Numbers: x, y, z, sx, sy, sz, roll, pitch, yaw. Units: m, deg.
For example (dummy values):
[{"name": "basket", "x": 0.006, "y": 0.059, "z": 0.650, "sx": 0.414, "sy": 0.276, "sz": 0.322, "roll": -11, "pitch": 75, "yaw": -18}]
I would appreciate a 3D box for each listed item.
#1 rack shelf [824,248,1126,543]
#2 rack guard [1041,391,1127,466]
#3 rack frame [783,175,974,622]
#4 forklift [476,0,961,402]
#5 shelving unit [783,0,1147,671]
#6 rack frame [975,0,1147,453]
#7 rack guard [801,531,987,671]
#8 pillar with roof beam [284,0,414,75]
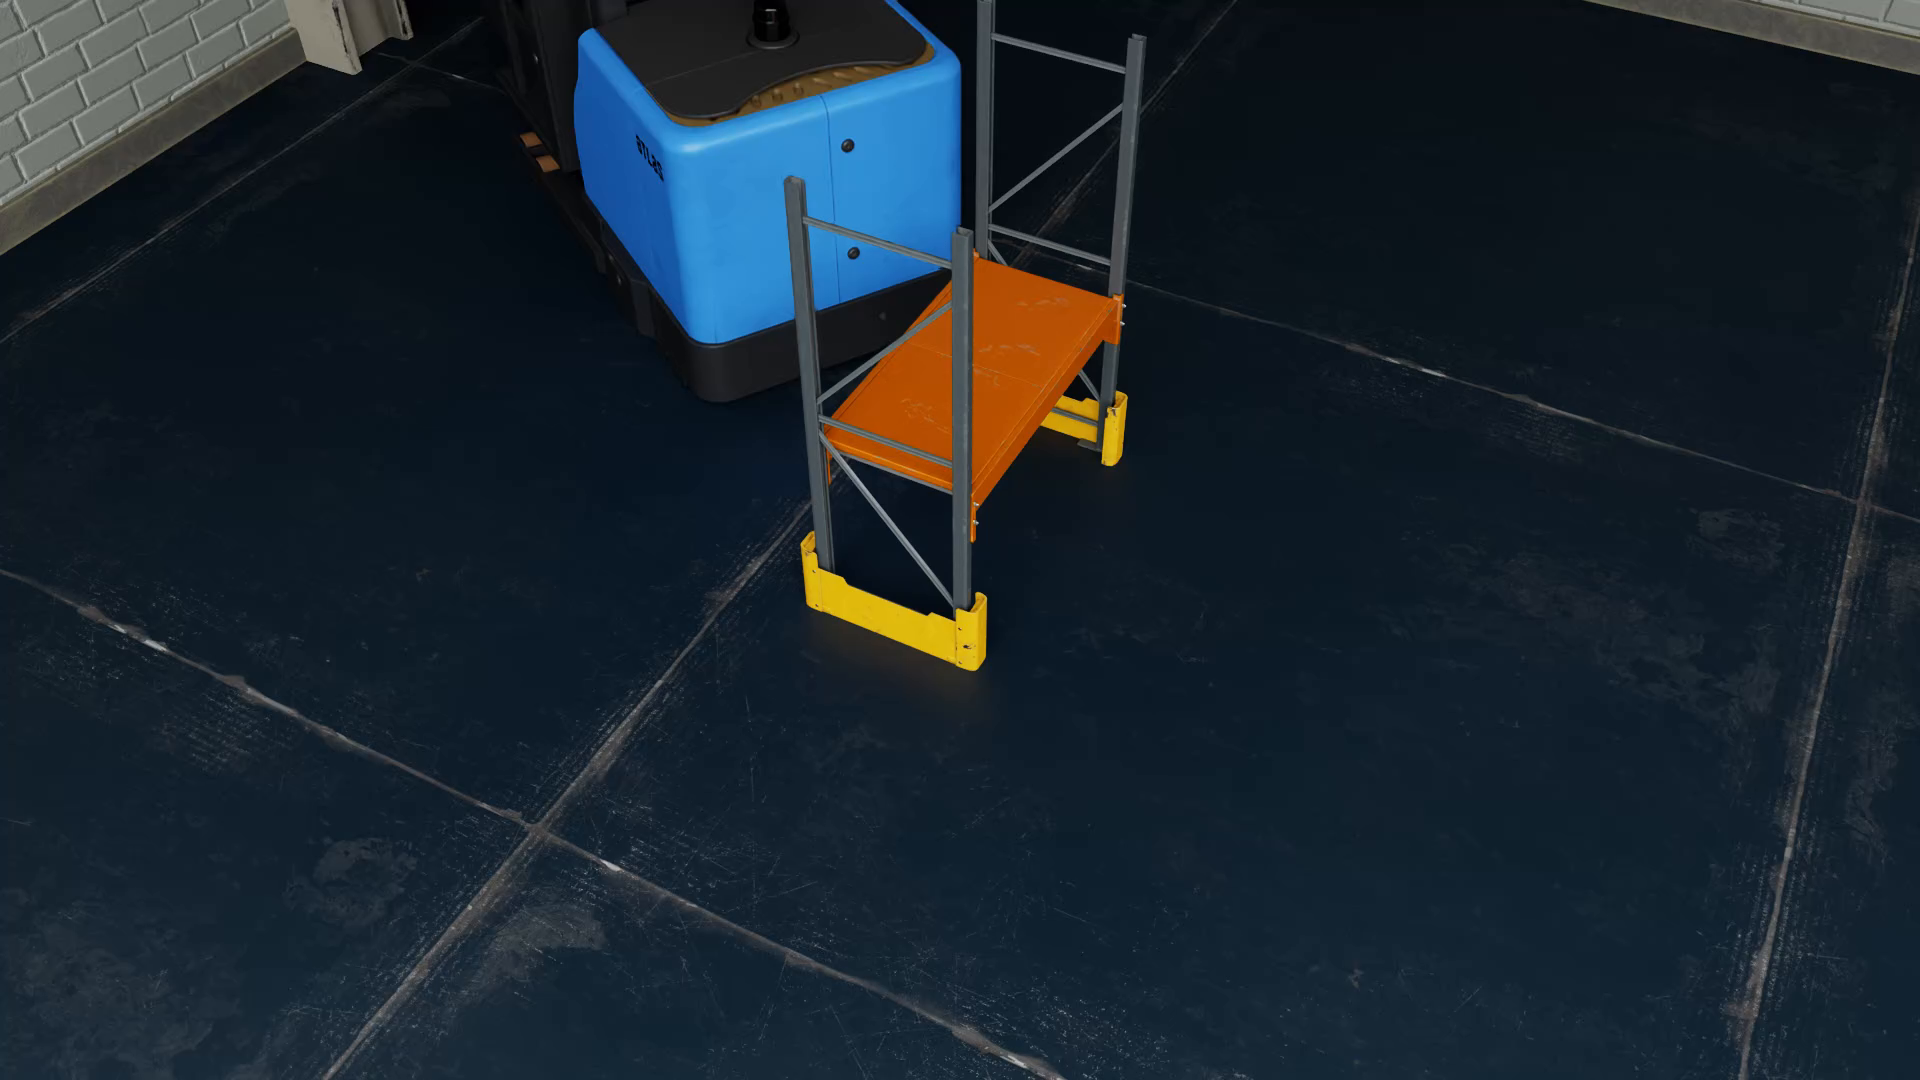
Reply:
[{"name": "rack shelf", "x": 0.040, "y": -0.455, "z": 4.898, "sx": 0.538, "sy": 0.185, "sz": 1.000, "roll": 20, "pitch": 49, "yaw": 19}, {"name": "rack guard", "x": 0.267, "y": -0.450, "z": 5.519, "sx": 0.587, "sy": 0.250, "sz": 0.087, "roll": 20, "pitch": 49, "yaw": 19}, {"name": "rack frame", "x": -0.196, "y": -0.261, "z": 4.453, "sx": 0.500, "sy": 1.500, "sz": 0.032, "roll": 20, "pitch": 49, "yaw": 19}, {"name": "forklift", "x": -1.143, "y": -2.536, "z": 5.695, "sx": 1.130, "sy": 2.935, "sz": 3.031, "roll": -22, "pitch": 49, "yaw": -20}, {"name": "shelving unit", "x": 0.035, "y": -0.575, "z": 4.764, "sx": 0.587, "sy": 1.500, "sz": 1.083, "roll": 20, "pitch": 49, "yaw": 19}, {"name": "rack frame", "x": 0.276, "y": -0.901, "z": 5.086, "sx": 0.500, "sy": 1.500, "sz": 0.032, "roll": 20, "pitch": 49, "yaw": 19}, {"name": "rack guard", "x": -0.196, "y": 0.178, "z": 4.898, "sx": 0.587, "sy": 0.250, "sz": 0.087, "roll": 20, "pitch": 49, "yaw": 19}, {"name": "pillar with roof beam", "x": 1.126, "y": -3.946, "z": 2.823, "sx": 9.100, "sy": 9.000, "sz": 0.400, "roll": 20, "pitch": 49, "yaw": 19}]
